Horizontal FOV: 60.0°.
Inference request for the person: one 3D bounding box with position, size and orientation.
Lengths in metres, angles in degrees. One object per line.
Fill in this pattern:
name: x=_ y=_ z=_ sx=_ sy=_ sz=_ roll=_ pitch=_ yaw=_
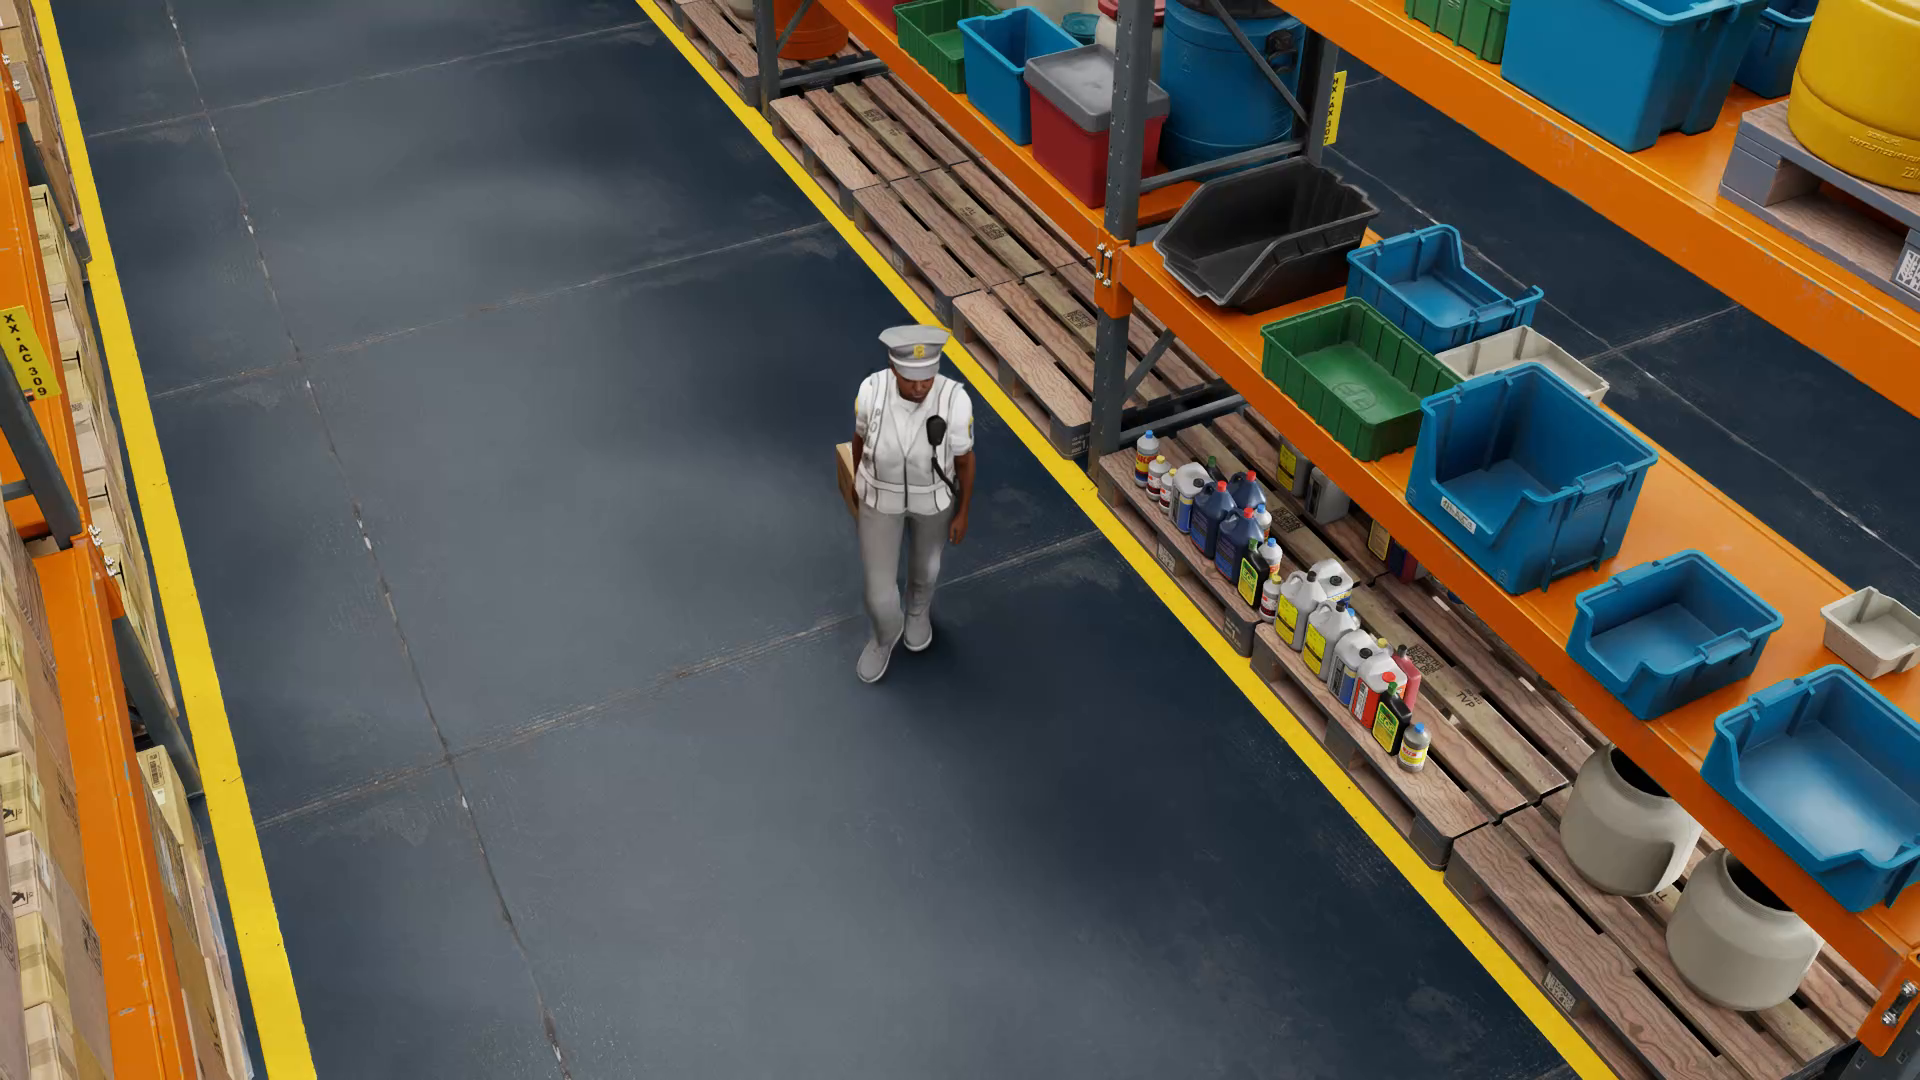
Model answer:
person: x=-0.182 y=-0.163 z=6.324 sx=0.477 sy=1.684 sz=0.525 roll=0 pitch=42 yaw=0
